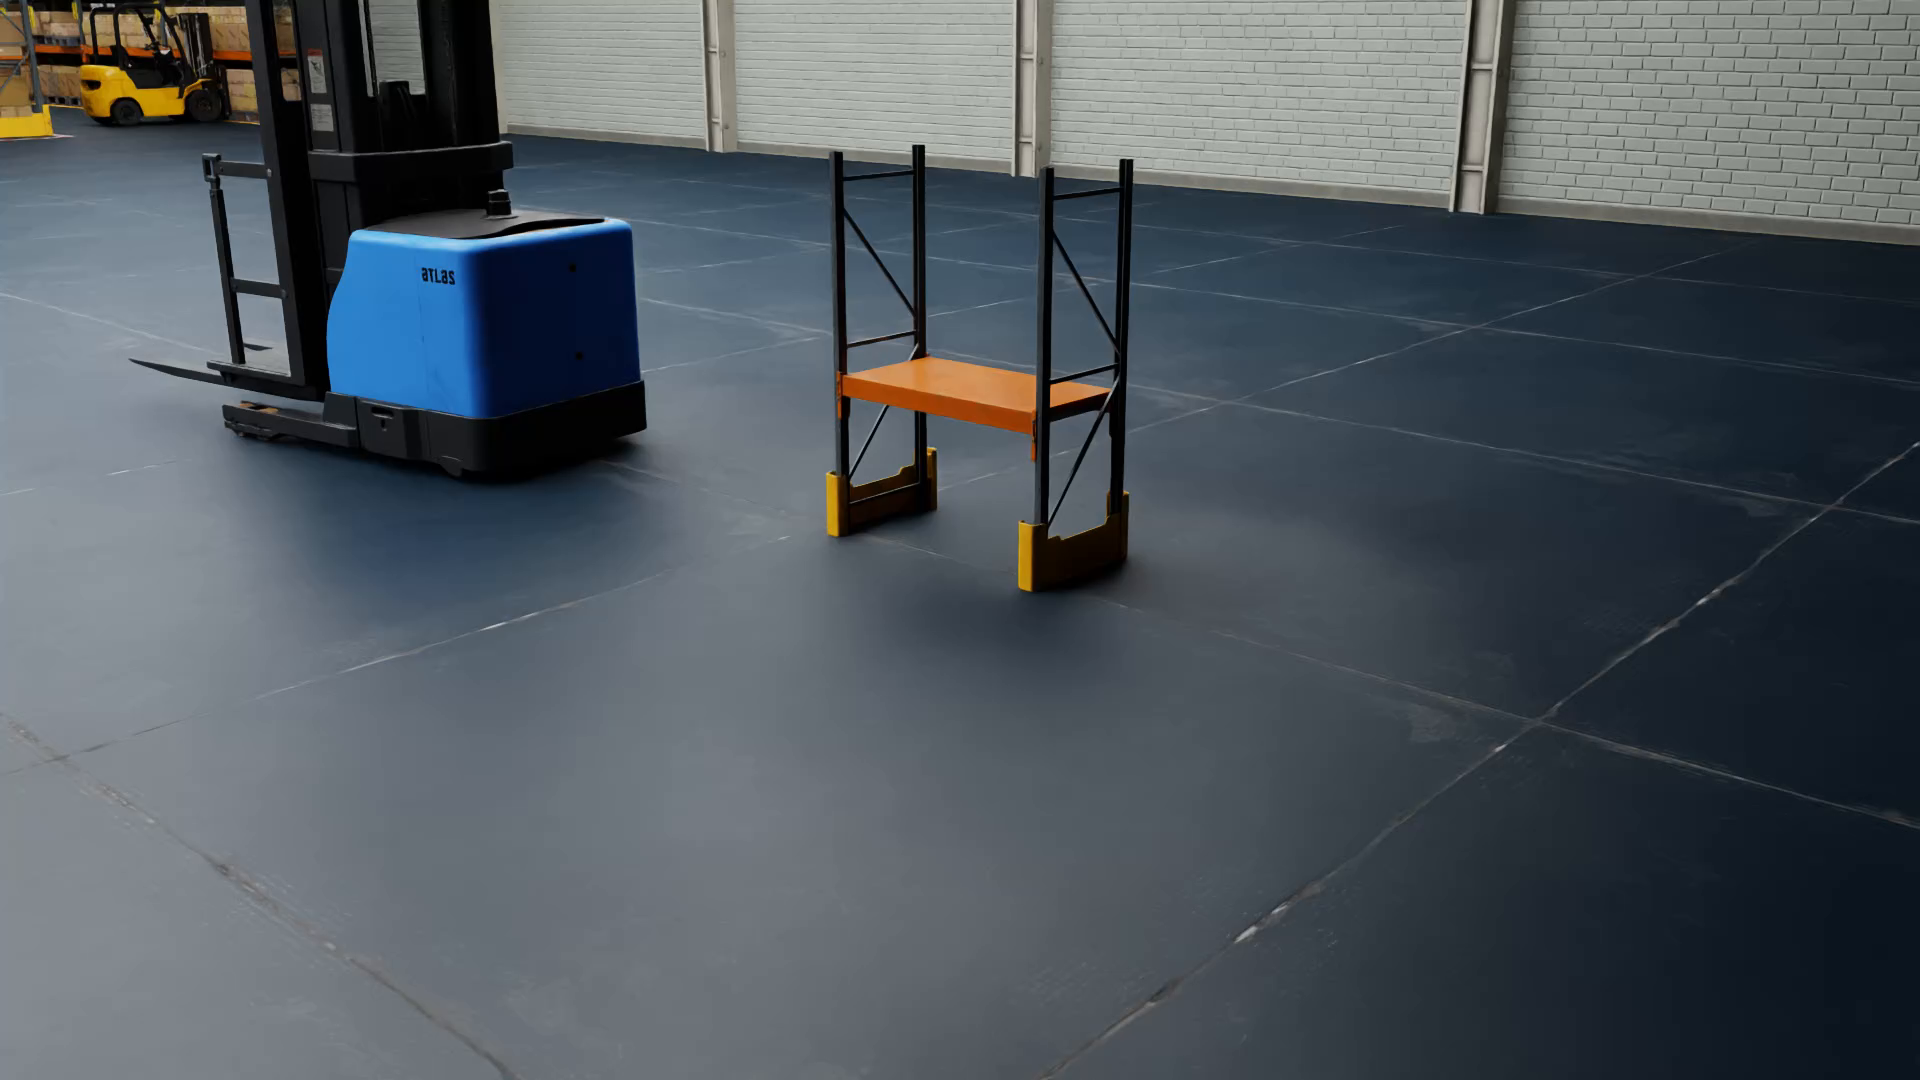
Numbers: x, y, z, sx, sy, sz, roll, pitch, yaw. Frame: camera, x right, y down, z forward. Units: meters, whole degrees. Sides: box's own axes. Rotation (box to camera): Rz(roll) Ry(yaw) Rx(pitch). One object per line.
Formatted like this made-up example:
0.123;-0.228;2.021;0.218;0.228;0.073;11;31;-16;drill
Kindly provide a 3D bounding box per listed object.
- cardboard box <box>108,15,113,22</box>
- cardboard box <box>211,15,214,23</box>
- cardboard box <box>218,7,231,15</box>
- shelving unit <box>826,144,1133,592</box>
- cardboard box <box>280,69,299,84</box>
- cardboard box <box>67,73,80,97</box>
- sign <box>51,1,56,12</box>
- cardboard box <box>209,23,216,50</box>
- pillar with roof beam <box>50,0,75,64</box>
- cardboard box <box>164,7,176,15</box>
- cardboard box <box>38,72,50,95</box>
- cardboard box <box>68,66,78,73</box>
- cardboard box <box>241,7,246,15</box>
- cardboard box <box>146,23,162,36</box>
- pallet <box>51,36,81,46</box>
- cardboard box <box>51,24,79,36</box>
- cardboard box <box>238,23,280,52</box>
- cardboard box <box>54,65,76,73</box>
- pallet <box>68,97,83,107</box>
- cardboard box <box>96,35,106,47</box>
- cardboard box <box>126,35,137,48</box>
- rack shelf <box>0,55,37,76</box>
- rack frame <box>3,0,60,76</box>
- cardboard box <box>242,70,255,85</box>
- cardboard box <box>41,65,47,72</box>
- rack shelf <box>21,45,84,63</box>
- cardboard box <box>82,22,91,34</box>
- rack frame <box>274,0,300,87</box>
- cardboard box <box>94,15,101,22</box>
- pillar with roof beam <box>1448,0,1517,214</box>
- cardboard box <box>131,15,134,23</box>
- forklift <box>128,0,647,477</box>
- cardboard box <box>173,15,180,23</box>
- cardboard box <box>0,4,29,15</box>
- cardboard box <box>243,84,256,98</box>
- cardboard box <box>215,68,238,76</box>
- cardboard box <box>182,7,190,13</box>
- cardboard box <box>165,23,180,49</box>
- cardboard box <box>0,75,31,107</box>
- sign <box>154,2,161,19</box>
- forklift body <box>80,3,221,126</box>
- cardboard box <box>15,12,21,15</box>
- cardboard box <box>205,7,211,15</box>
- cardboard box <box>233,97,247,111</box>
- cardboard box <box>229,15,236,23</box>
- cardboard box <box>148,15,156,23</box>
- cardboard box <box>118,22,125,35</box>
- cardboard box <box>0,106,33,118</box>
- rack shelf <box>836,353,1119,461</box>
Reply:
-17.605;-10.935;34.871;0.250;0.149;0.380;16;23;40;cardboard box
-14.184;-10.045;32.066;0.250;0.149;0.380;15;23;39;cardboard box
-13.868;-10.065;31.638;0.250;0.149;0.380;16;23;41;cardboard box
0.057;-0.700;6.337;1.083;1.500;0.587;15;23;39;shelving unit
-12.870;-8.865;31.784;0.500;0.250;0.500;15;23;38;cardboard box
-19.446;-10.113;36.958;0.500;0.500;0.500;15;23;38;cardboard box
-21.246;-12.447;38.959;0.005;0.325;0.100;15;23;39;sign
-14.327;-9.754;32.222;0.500;0.500;0.500;15;23;40;cardboard box
-24.392;-13.998;35.842;0.400;9.000;9.100;15;23;39;pillar with roof beam
-15.587;-10.530;33.103;0.250;0.149;0.380;16;23;40;cardboard box
-20.624;-10.424;37.935;0.500;0.500;0.500;14;22;38;cardboard box
-19.550;-10.436;36.902;0.250;0.149;0.380;14;22;37;cardboard box
-13.249;-9.925;31.196;0.250;0.149;0.380;15;23;39;cardboard box
-16.165;-10.370;33.750;0.500;0.250;0.500;14;23;38;cardboard box
-19.174;-10.994;36.613;1.003;0.211;1.213;15;23;39;pallet
-19.624;-11.233;36.601;0.500;0.250;0.500;14;22;37;cardboard box
-13.179;-9.446;31.253;0.500;0.500;0.500;14;23;38;cardboard box
-20.131;-10.598;37.412;0.250;0.149;0.380;14;22;37;cardboard box
-19.153;-9.795;37.126;1.213;0.211;1.003;15;23;39;pallet
-18.077;-10.648;35.451;0.500;0.250;0.500;14;23;38;cardboard box
-16.910;-10.339;34.480;0.500;0.250;0.500;15;23;40;cardboard box
-17.424;-8.294;28.977;4.000;0.370;1.077;15;23;39;rack shelf
-21.612;-11.769;38.736;0.127;3.000;1.000;15;23;39;rack frame
-13.188;-8.747;31.414;0.500;0.250;0.500;16;24;41;cardboard box
-20.686;-10.757;37.913;0.250;0.149;0.380;15;23;39;cardboard box
-20.116;-11.024;37.579;4.000;0.370;1.077;15;23;39;rack shelf
-18.467;-10.982;35.679;0.500;0.250;0.500;15;23;39;cardboard box
-12.636;-9.359;31.144;0.127;3.000;1.000;15;23;39;rack frame
-18.167;-11.093;35.368;0.250;0.149;0.380;16;24;41;cardboard box
2.534;-6.770;13.066;0.400;9.000;9.100;15;23;39;pillar with roof beam
-16.823;-10.736;34.244;0.250;0.149;0.380;14;23;38;cardboard box
-3.037;-1.999;8.064;3.031;2.935;1.130;11;21;31;forklift
-15.370;-10.344;33.009;0.250;0.149;0.380;16;23;41;cardboard box
-22.549;-12.556;39.732;0.500;0.500;0.500;14;23;38;cardboard box
-13.208;-8.514;31.506;0.500;0.250;0.500;15;23;39;cardboard box
-14.332;-9.051;32.371;0.500;0.250;0.500;14;23;38;cardboard box
-15.010;-10.374;32.611;0.250;0.149;0.380;16;23;40;cardboard box
-15.470;-10.062;33.192;0.500;0.500;0.500;14;22;38;cardboard box
-16.366;-7.712;28.564;0.500;0.500;0.500;14;22;37;cardboard box
-15.981;-10.552;33.118;0.005;0.325;0.100;15;23;39;sign
-15.266;-8.923;31.171;1.214;2.155;2.313;15;23;39;forklift body
-21.011;-11.765;37.864;0.500;0.500;0.700;15;23;40;cardboard box
-14.372;-10.243;32.199;0.250;0.149;0.380;15;23;39;cardboard box
-13.563;-8.374;31.890;0.500;0.250;0.500;15;23;39;cardboard box
-13.624;-9.885;31.563;0.250;0.149;0.380;15;23;39;cardboard box
-16.236;-10.585;33.769;0.250;0.149;0.380;15;23;38;cardboard box
-17.298;-10.681;34.730;0.500;0.250;0.500;15;23;40;cardboard box
-16.348;-7.350;28.663;0.500;0.250;0.500;15;23;39;cardboard box
0.064;-0.526;6.385;1.000;0.185;0.538;15;23;39;rack shelf
